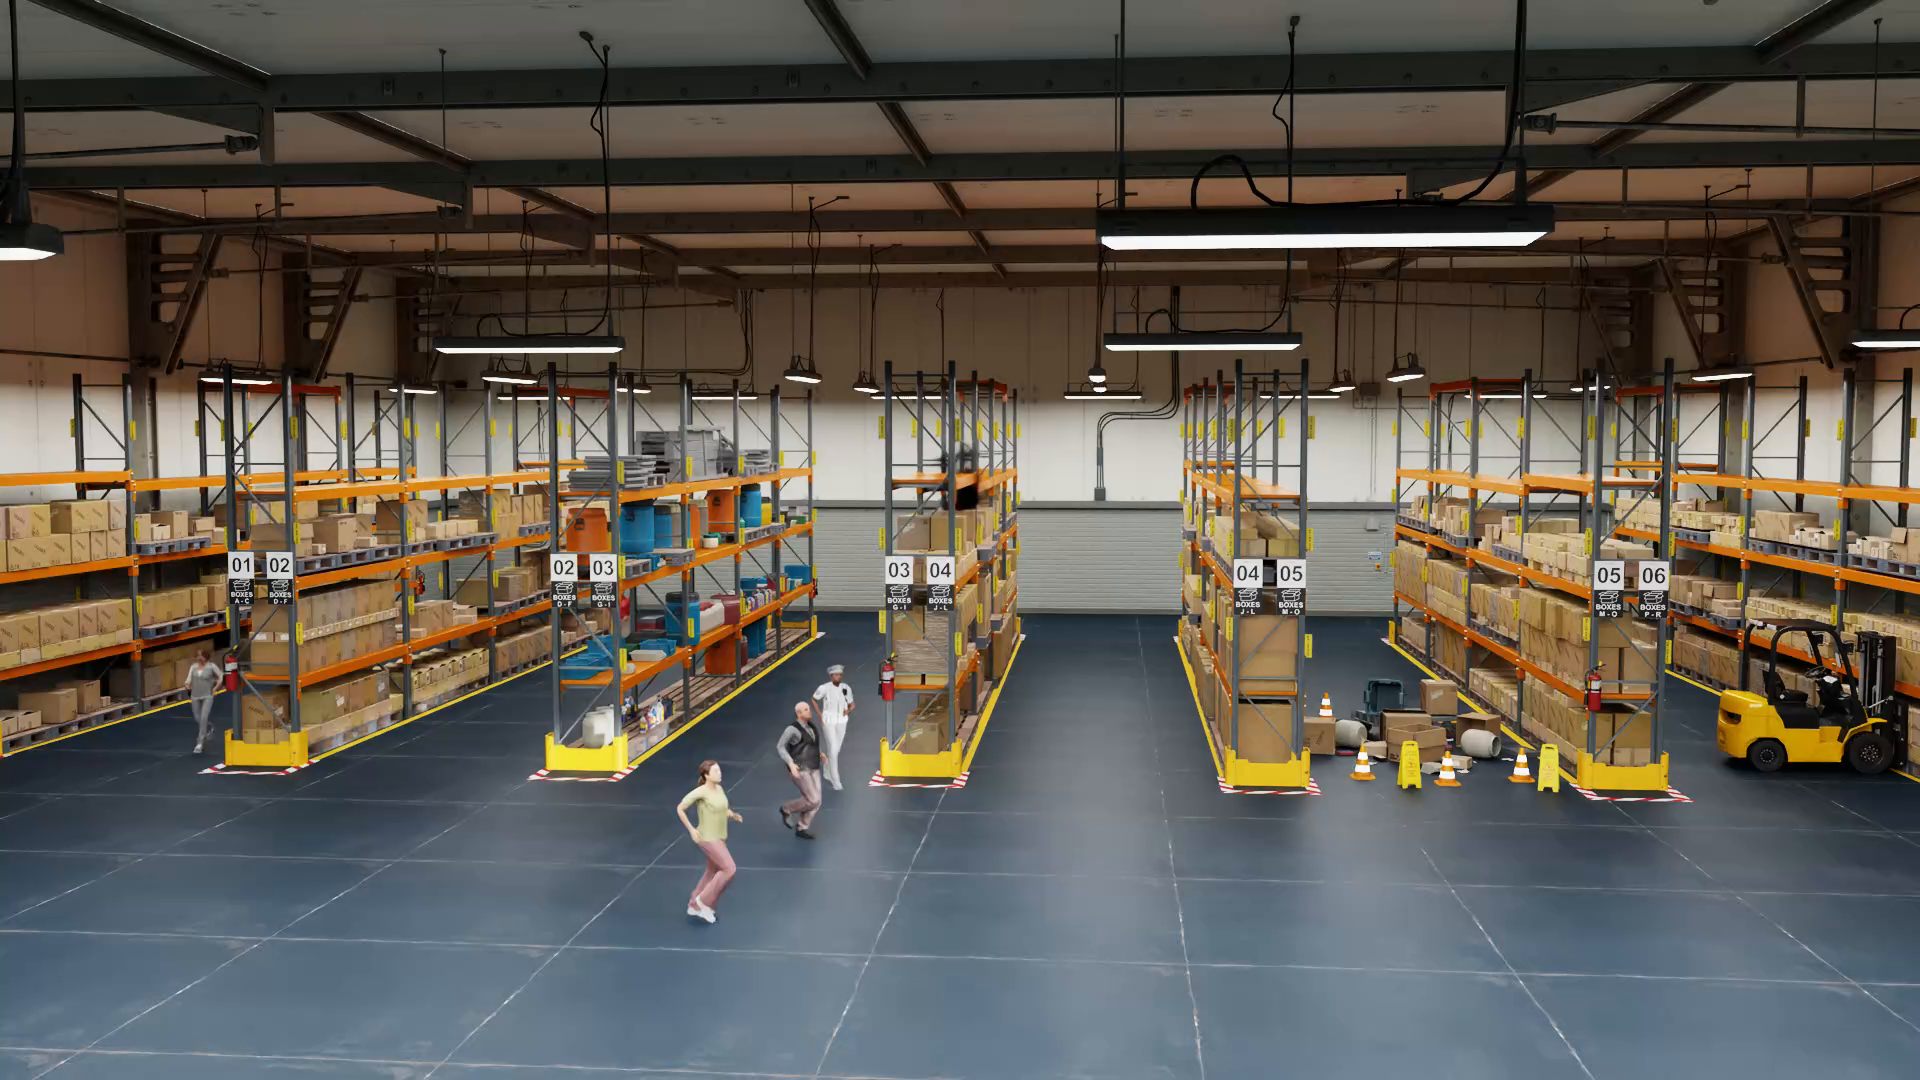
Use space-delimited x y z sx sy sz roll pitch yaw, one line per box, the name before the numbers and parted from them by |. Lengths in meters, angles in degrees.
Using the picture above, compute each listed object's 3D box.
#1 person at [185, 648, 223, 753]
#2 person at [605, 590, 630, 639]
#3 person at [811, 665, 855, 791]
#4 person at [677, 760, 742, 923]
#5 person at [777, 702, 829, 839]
person | -11.826 2.479 25.971 0.541 1.574 0.831 0 4 -3
person | -7.292 1.852 35.660 0.662 1.616 0.591 0 4 -6
person | -1.767 2.604 23.472 0.577 1.723 0.809 -2 4 -27
person | -2.504 3.053 16.902 0.641 1.644 0.552 1 4 21
person | -1.908 2.830 20.425 0.578 1.684 0.665 2 4 32
